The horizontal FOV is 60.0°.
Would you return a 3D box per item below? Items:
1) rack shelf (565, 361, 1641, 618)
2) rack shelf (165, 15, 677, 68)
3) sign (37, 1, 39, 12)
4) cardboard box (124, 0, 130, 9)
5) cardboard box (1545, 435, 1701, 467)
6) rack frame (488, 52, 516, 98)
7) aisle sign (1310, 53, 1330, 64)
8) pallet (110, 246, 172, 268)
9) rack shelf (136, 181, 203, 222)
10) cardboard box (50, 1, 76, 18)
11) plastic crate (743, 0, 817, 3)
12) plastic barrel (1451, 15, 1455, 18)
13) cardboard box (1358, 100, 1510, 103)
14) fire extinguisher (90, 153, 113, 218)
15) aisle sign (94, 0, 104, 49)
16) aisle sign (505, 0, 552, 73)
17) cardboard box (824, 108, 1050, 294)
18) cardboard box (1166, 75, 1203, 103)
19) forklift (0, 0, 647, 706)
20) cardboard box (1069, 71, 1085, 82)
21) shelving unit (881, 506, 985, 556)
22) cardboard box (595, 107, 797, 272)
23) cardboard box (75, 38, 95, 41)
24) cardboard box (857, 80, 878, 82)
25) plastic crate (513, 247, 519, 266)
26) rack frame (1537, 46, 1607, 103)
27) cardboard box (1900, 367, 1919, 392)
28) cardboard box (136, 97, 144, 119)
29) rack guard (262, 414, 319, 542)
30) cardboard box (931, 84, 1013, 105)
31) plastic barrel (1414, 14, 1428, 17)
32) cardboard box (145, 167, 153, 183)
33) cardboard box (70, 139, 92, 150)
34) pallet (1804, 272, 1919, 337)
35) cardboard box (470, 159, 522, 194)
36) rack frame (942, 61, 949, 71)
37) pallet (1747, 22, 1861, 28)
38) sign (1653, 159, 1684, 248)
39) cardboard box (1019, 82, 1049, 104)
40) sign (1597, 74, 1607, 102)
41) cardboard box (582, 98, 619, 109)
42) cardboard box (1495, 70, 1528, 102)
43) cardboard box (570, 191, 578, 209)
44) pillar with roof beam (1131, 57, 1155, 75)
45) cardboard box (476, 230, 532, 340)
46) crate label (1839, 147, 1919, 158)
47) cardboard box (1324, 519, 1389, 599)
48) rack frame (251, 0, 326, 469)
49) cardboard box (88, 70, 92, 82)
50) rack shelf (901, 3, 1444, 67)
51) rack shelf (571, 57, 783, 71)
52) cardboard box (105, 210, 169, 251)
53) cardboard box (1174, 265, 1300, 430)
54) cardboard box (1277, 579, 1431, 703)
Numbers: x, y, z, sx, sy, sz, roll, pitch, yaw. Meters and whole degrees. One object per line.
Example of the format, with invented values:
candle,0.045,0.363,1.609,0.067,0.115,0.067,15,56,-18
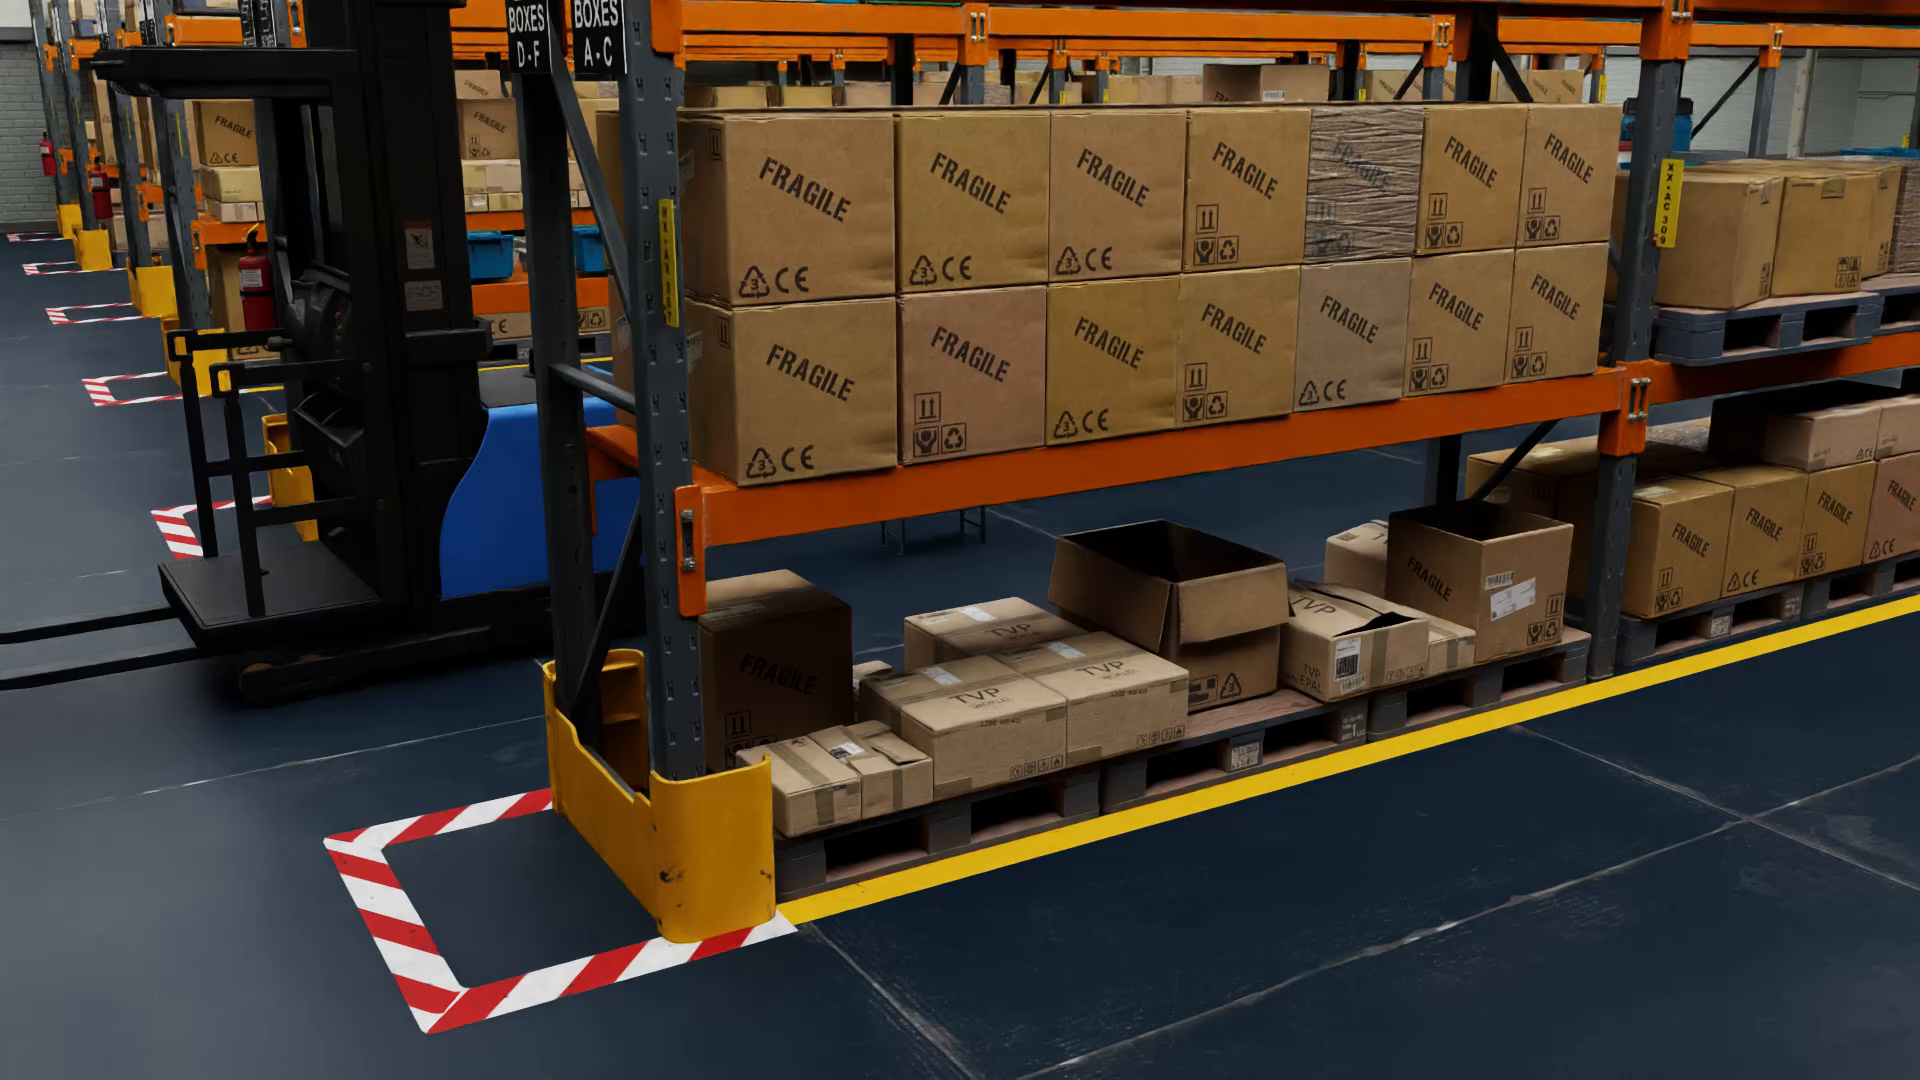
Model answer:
rack shelf,0.678,-0.358,5.963,4.000,0.370,1.077,-9,18,-30
rack shelf,-4.420,-4.095,13.736,4.000,0.370,1.077,-9,18,-30
sign,-13.518,-7.899,24.356,0.005,0.325,0.100,-9,18,-30
cardboard box,-8.339,-5.616,17.182,0.500,0.250,0.500,-10,18,-31
cardboard box,3.096,-0.192,7.855,0.500,0.500,0.500,-9,18,-30
rack frame,-5.174,-4.437,19.179,0.127,3.000,1.000,-9,18,-30
aisle sign,5.328,-7.297,24.567,0.004,0.787,0.394,-9,18,-30
pallet,-10.593,-3.798,22.069,1.213,0.211,1.003,-9,18,-30
rack shelf,-6.888,-3.812,18.285,4.000,0.370,1.077,-9,18,-30
cardboard box,-13.288,-7.919,24.847,0.500,0.250,0.500,-9,18,-30
plastic crate,-1.049,-3.182,9.633,0.466,0.136,0.293,-9,18,-30
plastic barrel,3.698,-4.155,12.412,0.421,0.512,0.421,0,16,0
cardboard box,1.844,-1.512,6.707,0.500,0.500,0.500,-9,18,-28
fire extinguisher,-9.056,-3.736,17.513,0.183,0.674,0.296,-9,18,-30
aisle sign,-8.820,-5.192,17.056,0.004,0.787,0.394,-9,18,-30
aisle sign,-1.252,-1.740,4.742,0.004,0.787,0.394,-9,18,-30
cardboard box,-0.076,-1.031,4.993,0.500,0.500,0.500,-9,18,-29
cardboard box,2.963,-6.331,23.658,0.550,0.550,0.875,-9,18,-30
forklift,-2.801,-0.918,6.753,3.031,2.935,1.130,-10,19,-32
cardboard box,1.714,-7.719,28.299,0.500,0.500,0.700,-9,18,-29
shelving unit,-0.142,-0.555,8.666,0.503,1.200,0.258,-9,18,-30
cardboard box,-0.796,-1.082,5.173,0.500,0.500,0.500,-9,18,-30
cardboard box,-13.194,-7.516,25.073,0.250,0.149,0.380,-9,18,-29
cardboard box,-1.537,-7.402,27.043,0.250,0.149,0.380,-9,18,-30
plastic crate,-2.722,-1.667,9.677,0.243,0.136,0.396,-9,18,-30
rack frame,7.580,-4.943,20.986,0.127,3.000,1.000,-9,18,-30
cardboard box,5.095,-0.715,8.329,0.500,0.250,0.500,-8,18,-28
cardboard box,-8.338,-4.675,17.440,0.500,0.500,0.500,-10,18,-31
rack guard,-3.598,-0.363,9.279,0.348,0.500,1.175,-9,18,-30
cardboard box,0.088,-4.264,16.521,0.637,0.503,0.797,-9,18,-28
plastic barrel,3.459,-4.101,12.712,0.294,0.245,0.294,0,16,0
cardboard box,-8.469,-3.870,17.625,0.250,0.149,0.380,-9,18,-30
cardboard box,-13.375,-6.021,25.297,0.250,0.149,0.380,-9,18,-30
pallet,4.157,-1.175,7.899,1.213,0.211,1.003,-9,18,-30
cardboard box,-3.829,-3.080,14.068,0.500,0.250,0.500,-9,18,-29
rack frame,-0.083,-8.384,33.261,0.127,3.000,1.000,-9,18,-30
pallet,7.271,-4.717,14.974,1.003,0.211,1.213,-9,18,-30
sign,2.679,-1.275,6.296,0.005,0.325,0.100,-9,18,-30
cardboard box,0.821,-5.936,22.490,0.500,0.500,0.700,-10,18,-31
sign,7.849,-5.522,20.319,0.005,0.325,0.100,-9,18,-30
cardboard box,-2.962,-3.581,14.466,0.500,0.500,0.500,-9,18,-28
cardboard box,6.381,-5.342,19.822,0.500,0.500,0.500,-9,18,-30
cardboard box,-3.460,-2.929,14.265,0.250,0.149,0.380,-9,18,-29
pillar with roof beam,6.216,-11.222,32.272,0.400,9.000,9.100,-9,18,-30
cardboard box,-4.084,-2.256,14.558,0.875,0.875,0.875,-9,18,-30
crate label,8.693,-3.496,15.757,0.616,0.435,0.502,-9,18,-30
cardboard box,1.921,0.109,7.131,0.500,0.311,0.500,-9,18,-30
rack frame,-3.584,-1.573,8.964,0.127,3.000,1.000,-9,18,-30
cardboard box,-11.034,-5.950,21.339,0.250,0.149,0.380,-9,18,-29
rack shelf,1.559,-3.505,11.631,4.000,0.370,1.077,-9,18,-30
rack shelf,-5.226,-8.648,29.978,4.000,0.370,1.077,-9,18,-30
cardboard box,-10.724,-4.095,21.930,0.875,0.438,0.875,-10,18,-32
cardboard box,0.781,-0.686,5.616,0.500,0.500,0.500,-9,18,-29
cardboard box,1.407,0.349,6.272,0.500,0.311,0.500,-9,18,-30
